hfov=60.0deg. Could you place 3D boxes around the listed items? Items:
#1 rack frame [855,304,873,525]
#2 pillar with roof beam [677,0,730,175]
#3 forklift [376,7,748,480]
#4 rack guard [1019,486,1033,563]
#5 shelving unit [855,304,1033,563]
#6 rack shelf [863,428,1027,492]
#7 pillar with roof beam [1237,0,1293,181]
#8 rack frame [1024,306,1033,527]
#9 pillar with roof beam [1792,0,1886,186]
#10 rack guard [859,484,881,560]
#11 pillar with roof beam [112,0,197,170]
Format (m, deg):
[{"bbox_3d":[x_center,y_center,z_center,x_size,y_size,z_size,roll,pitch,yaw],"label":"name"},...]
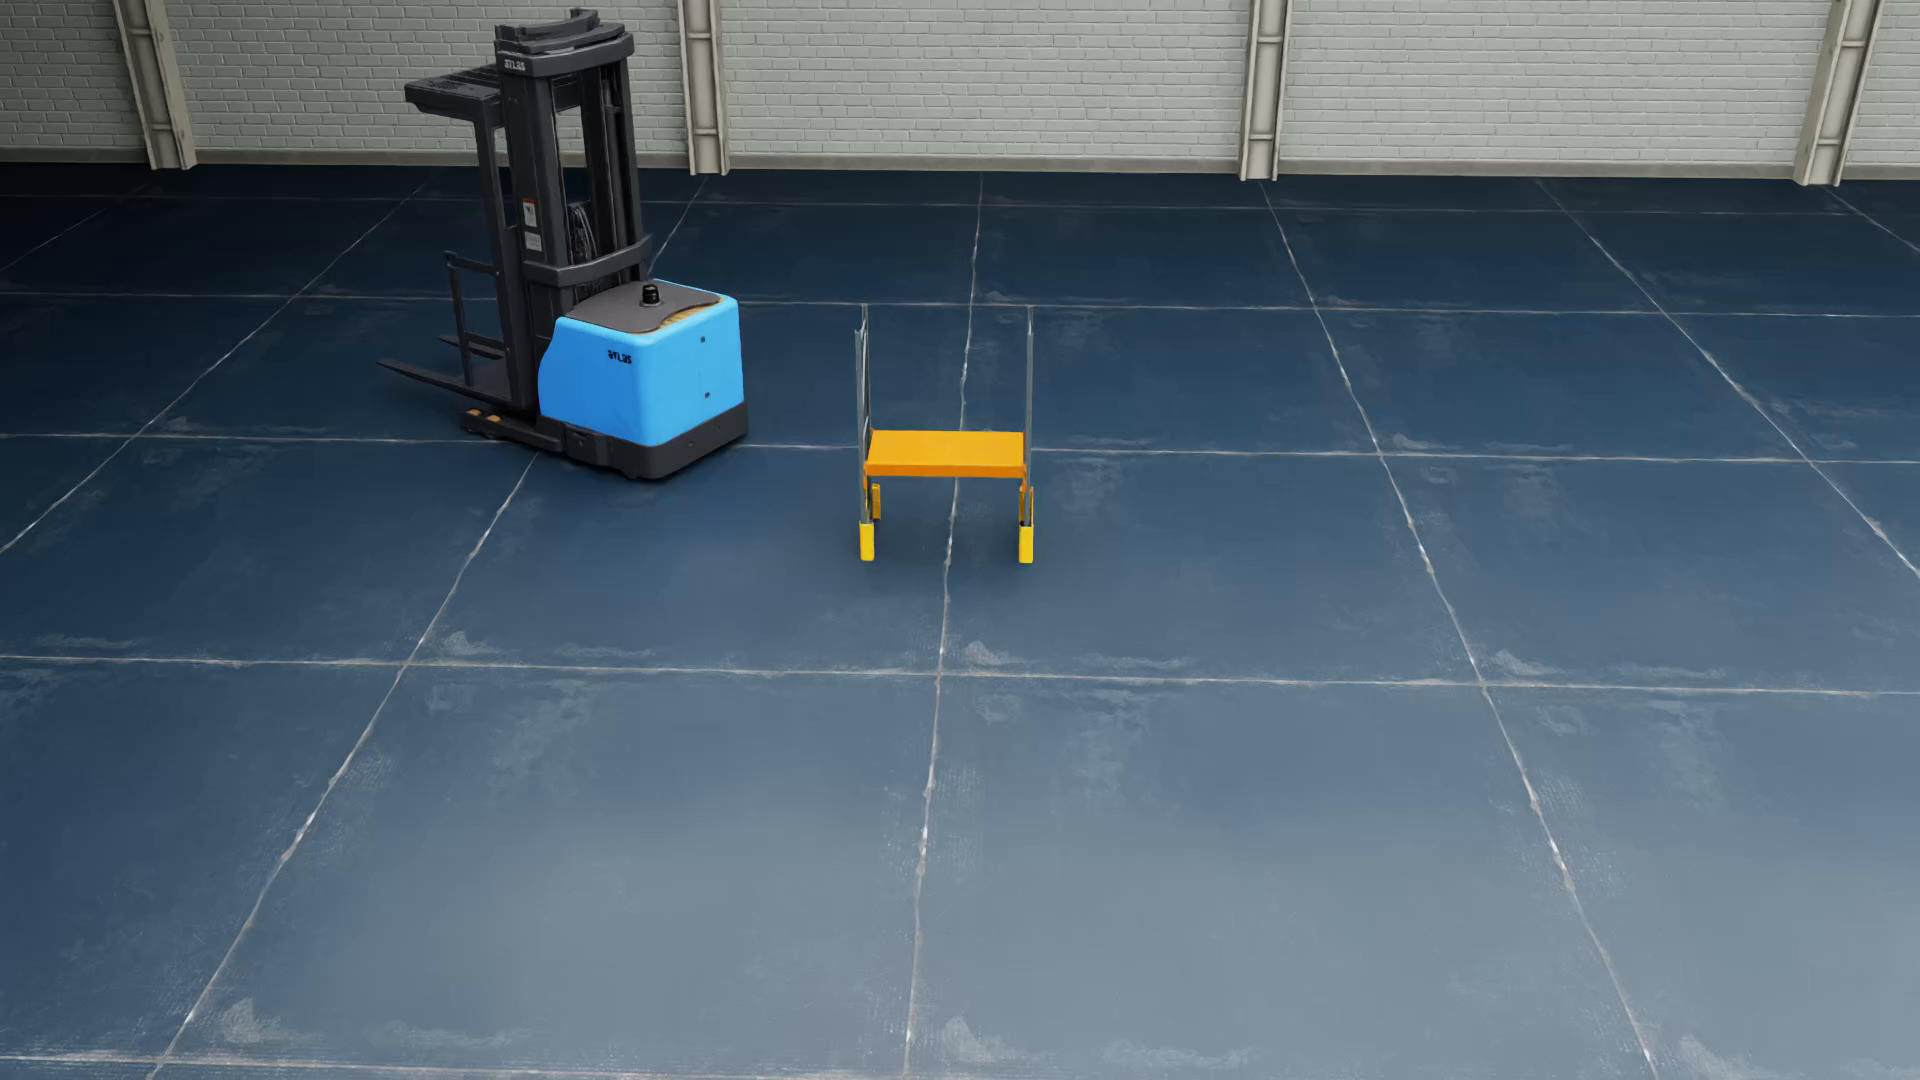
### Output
[{"bbox_3d":[-0.593,-0.672,10.343,0.032,1.500,0.500,1,28,2],"label":"rack frame"},{"bbox_3d":[-2.906,-6.028,12.439,0.400,9.000,9.100,1,28,2],"label":"pillar with roof beam"},{"bbox_3d":[-3.046,-2.220,11.735,3.031,2.935,1.130,17,32,29],"label":"forklift"},{"bbox_3d":[0.422,-0.103,10.604,0.087,0.250,0.587,1,28,2],"label":"rack guard"},{"bbox_3d":[-0.076,-0.664,10.327,1.083,1.500,0.587,1,28,2],"label":"shelving unit"},{"bbox_3d":[-0.085,-0.505,10.411,1.000,0.185,0.538,1,28,2],"label":"rack shelf"},{"bbox_3d":[3.091,-5.929,12.252,0.400,9.000,9.100,1,28,2],"label":"pillar with roof beam"},{"bbox_3d":[0.423,-0.656,10.311,0.032,1.500,0.500,1,28,2],"label":"rack frame"},{"bbox_3d":[9.087,-5.830,12.065,0.400,9.000,9.100,1,28,2],"label":"pillar with roof beam"},{"bbox_3d":[-0.574,-0.120,10.635,0.087,0.250,0.587,1,28,2],"label":"rack guard"},{"bbox_3d":[-8.902,-6.127,12.626,0.400,9.000,9.100,1,28,2],"label":"pillar with roof beam"}]
